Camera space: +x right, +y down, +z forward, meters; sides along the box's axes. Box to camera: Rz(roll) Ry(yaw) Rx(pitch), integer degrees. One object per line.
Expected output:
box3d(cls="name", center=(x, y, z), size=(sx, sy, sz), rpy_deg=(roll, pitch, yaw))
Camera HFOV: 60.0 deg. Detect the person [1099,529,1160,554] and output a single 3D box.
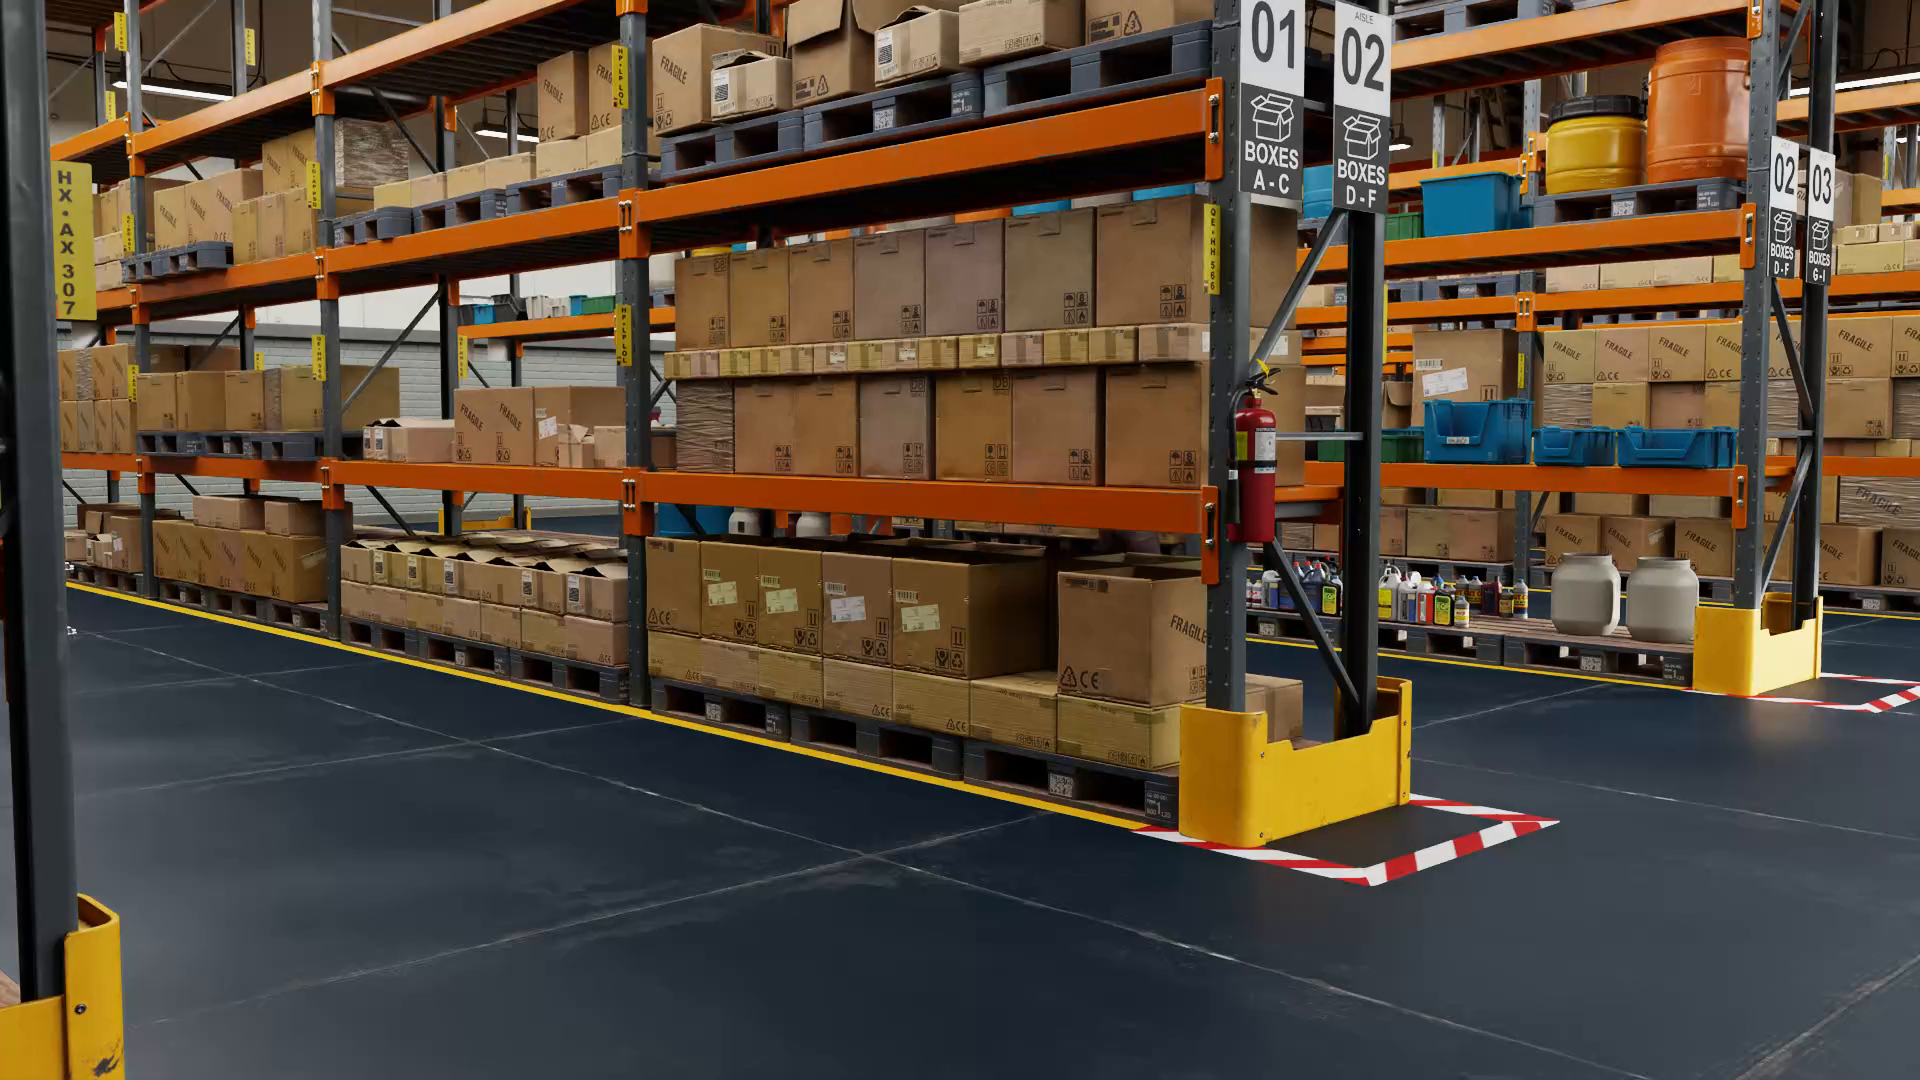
box3d(cls="person", center=(1.185, -0.066, 11.139), size=(0.555, 1.718, 0.495), rpy_deg=(-4, 5, -43))
